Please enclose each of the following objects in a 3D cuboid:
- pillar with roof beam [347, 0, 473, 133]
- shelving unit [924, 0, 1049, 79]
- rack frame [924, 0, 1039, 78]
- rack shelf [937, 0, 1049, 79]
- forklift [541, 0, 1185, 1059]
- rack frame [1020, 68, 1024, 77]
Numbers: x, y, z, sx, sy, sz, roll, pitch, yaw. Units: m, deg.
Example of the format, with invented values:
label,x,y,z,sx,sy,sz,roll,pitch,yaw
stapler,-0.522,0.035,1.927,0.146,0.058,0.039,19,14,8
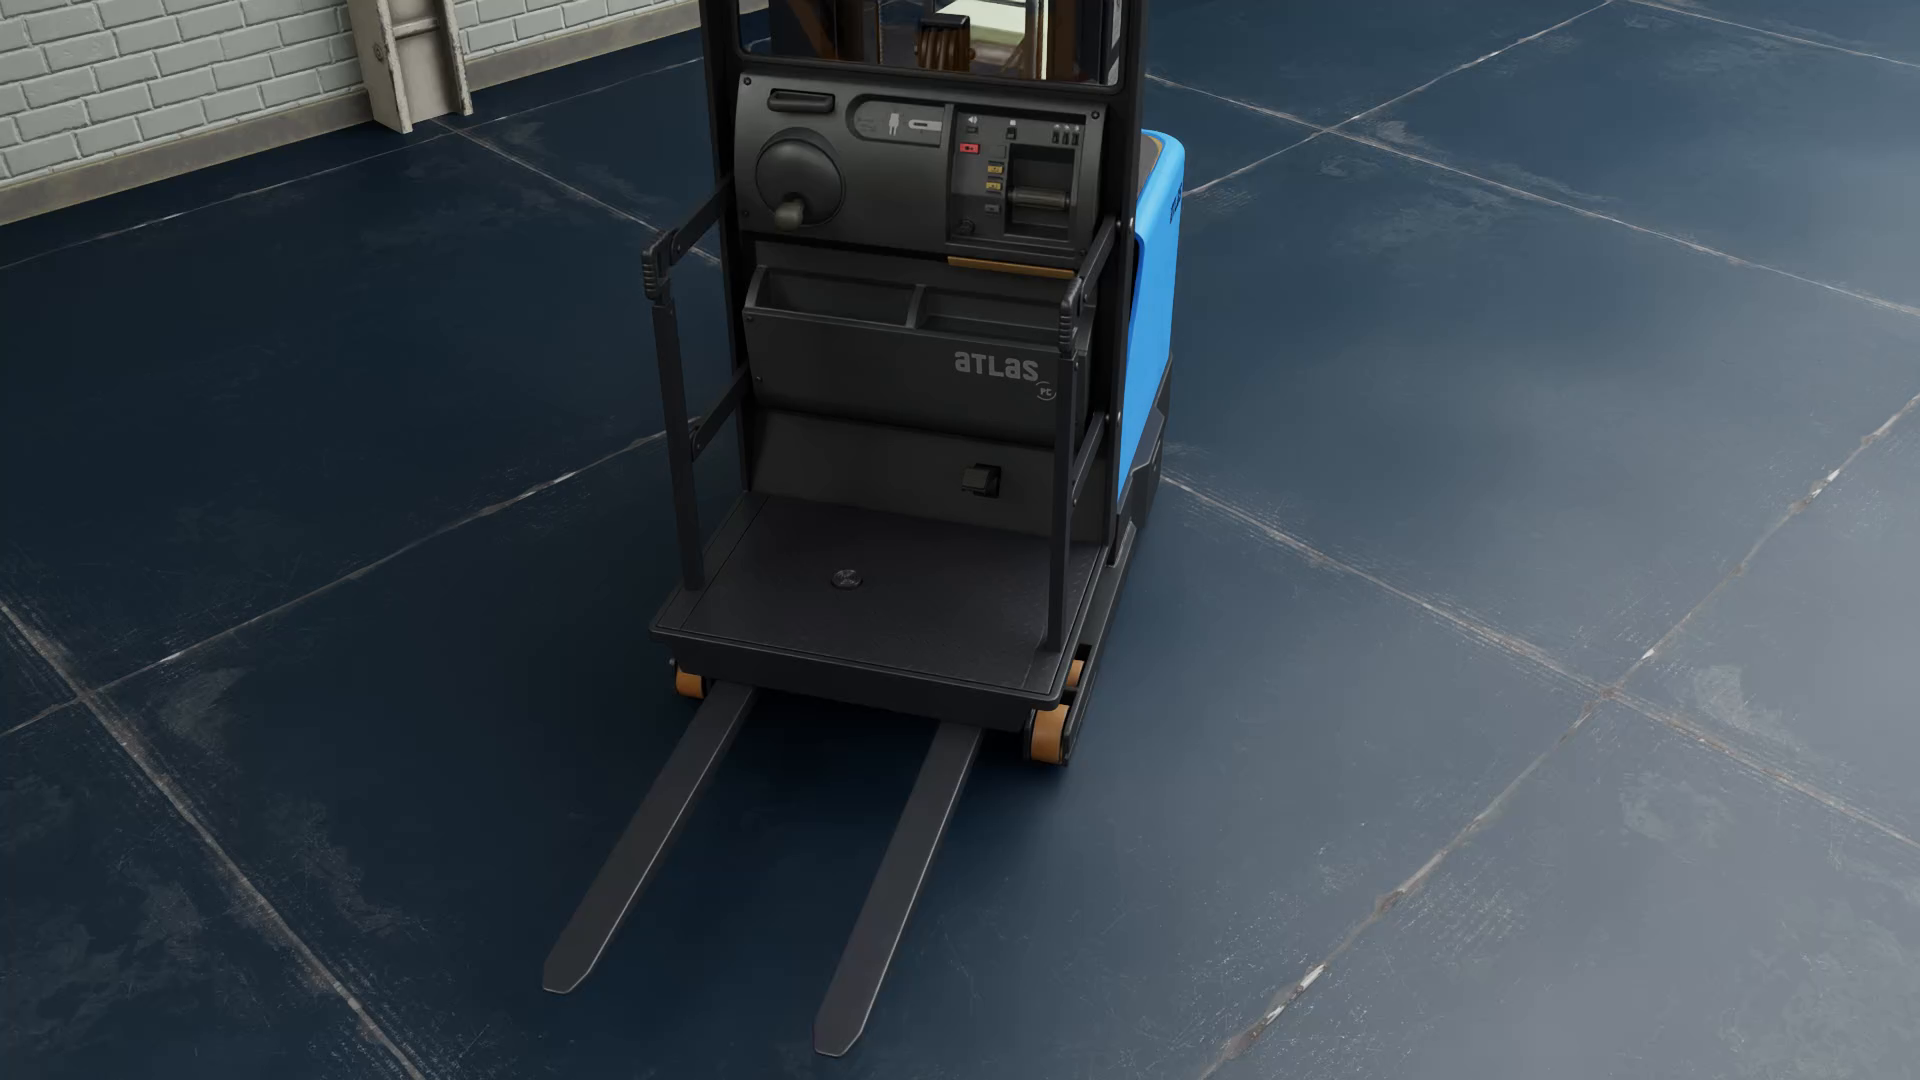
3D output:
label,x,y,z,sx,sy,sz,roll,pitch,yaw
pillar with roof beam,0.377,-4.072,3.222,9.100,9.000,0.400,30,45,35
shelving unit,0.234,-1.378,5.915,0.431,1.500,0.755,17,38,22
rack frame,0.064,-1.193,5.649,0.400,1.500,0.023,17,38,22
rack shelf,0.234,-1.698,5.692,0.431,0.370,0.720,17,38,22
forklift,-0.164,-0.859,3.919,1.130,2.935,3.031,9,36,12
rack frame,0.404,-1.563,6.181,0.400,1.500,0.023,17,38,22
